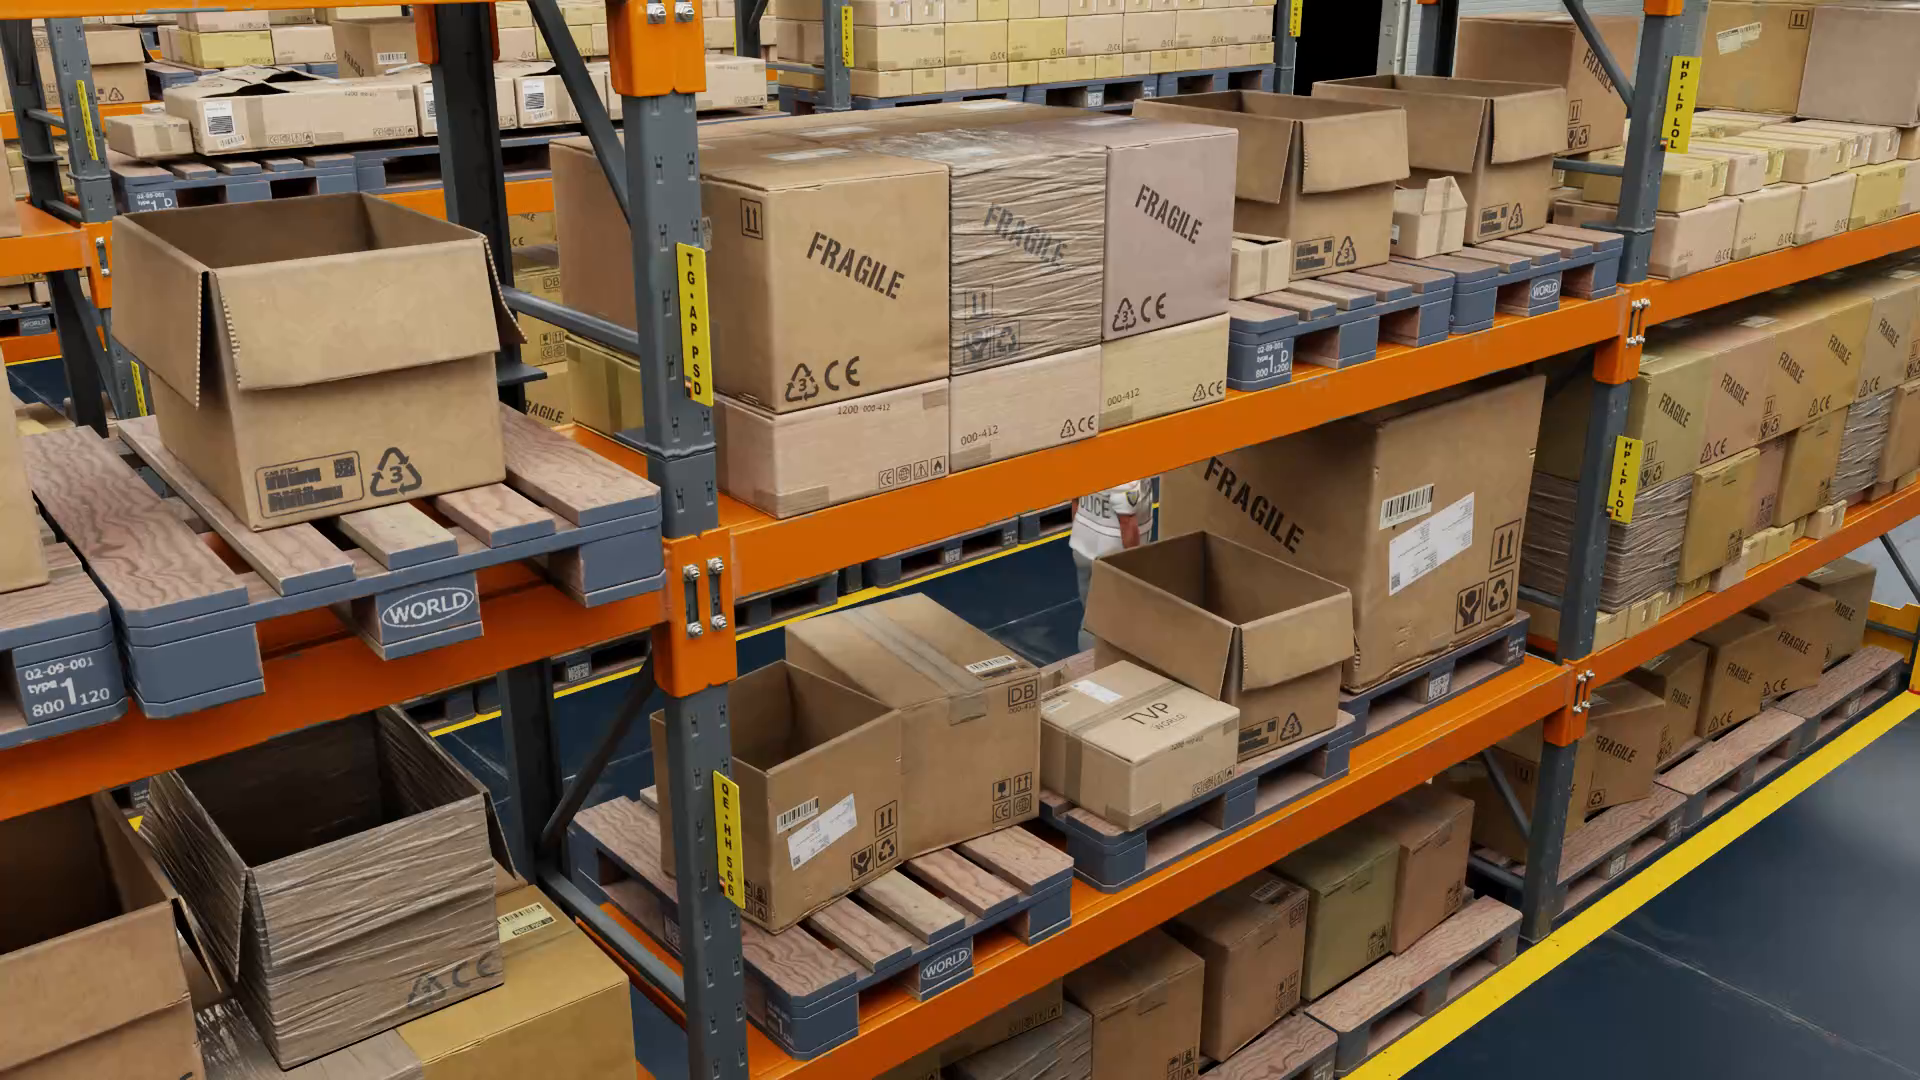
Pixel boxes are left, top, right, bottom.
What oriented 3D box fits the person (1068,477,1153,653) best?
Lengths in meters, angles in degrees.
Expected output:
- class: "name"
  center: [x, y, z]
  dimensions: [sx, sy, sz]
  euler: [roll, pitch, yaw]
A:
- class: "person"
  center: [0.781, 0.073, 8.819]
  dimensions: [0.515, 1.751, 0.548]
  euler: [-12, 24, -29]
